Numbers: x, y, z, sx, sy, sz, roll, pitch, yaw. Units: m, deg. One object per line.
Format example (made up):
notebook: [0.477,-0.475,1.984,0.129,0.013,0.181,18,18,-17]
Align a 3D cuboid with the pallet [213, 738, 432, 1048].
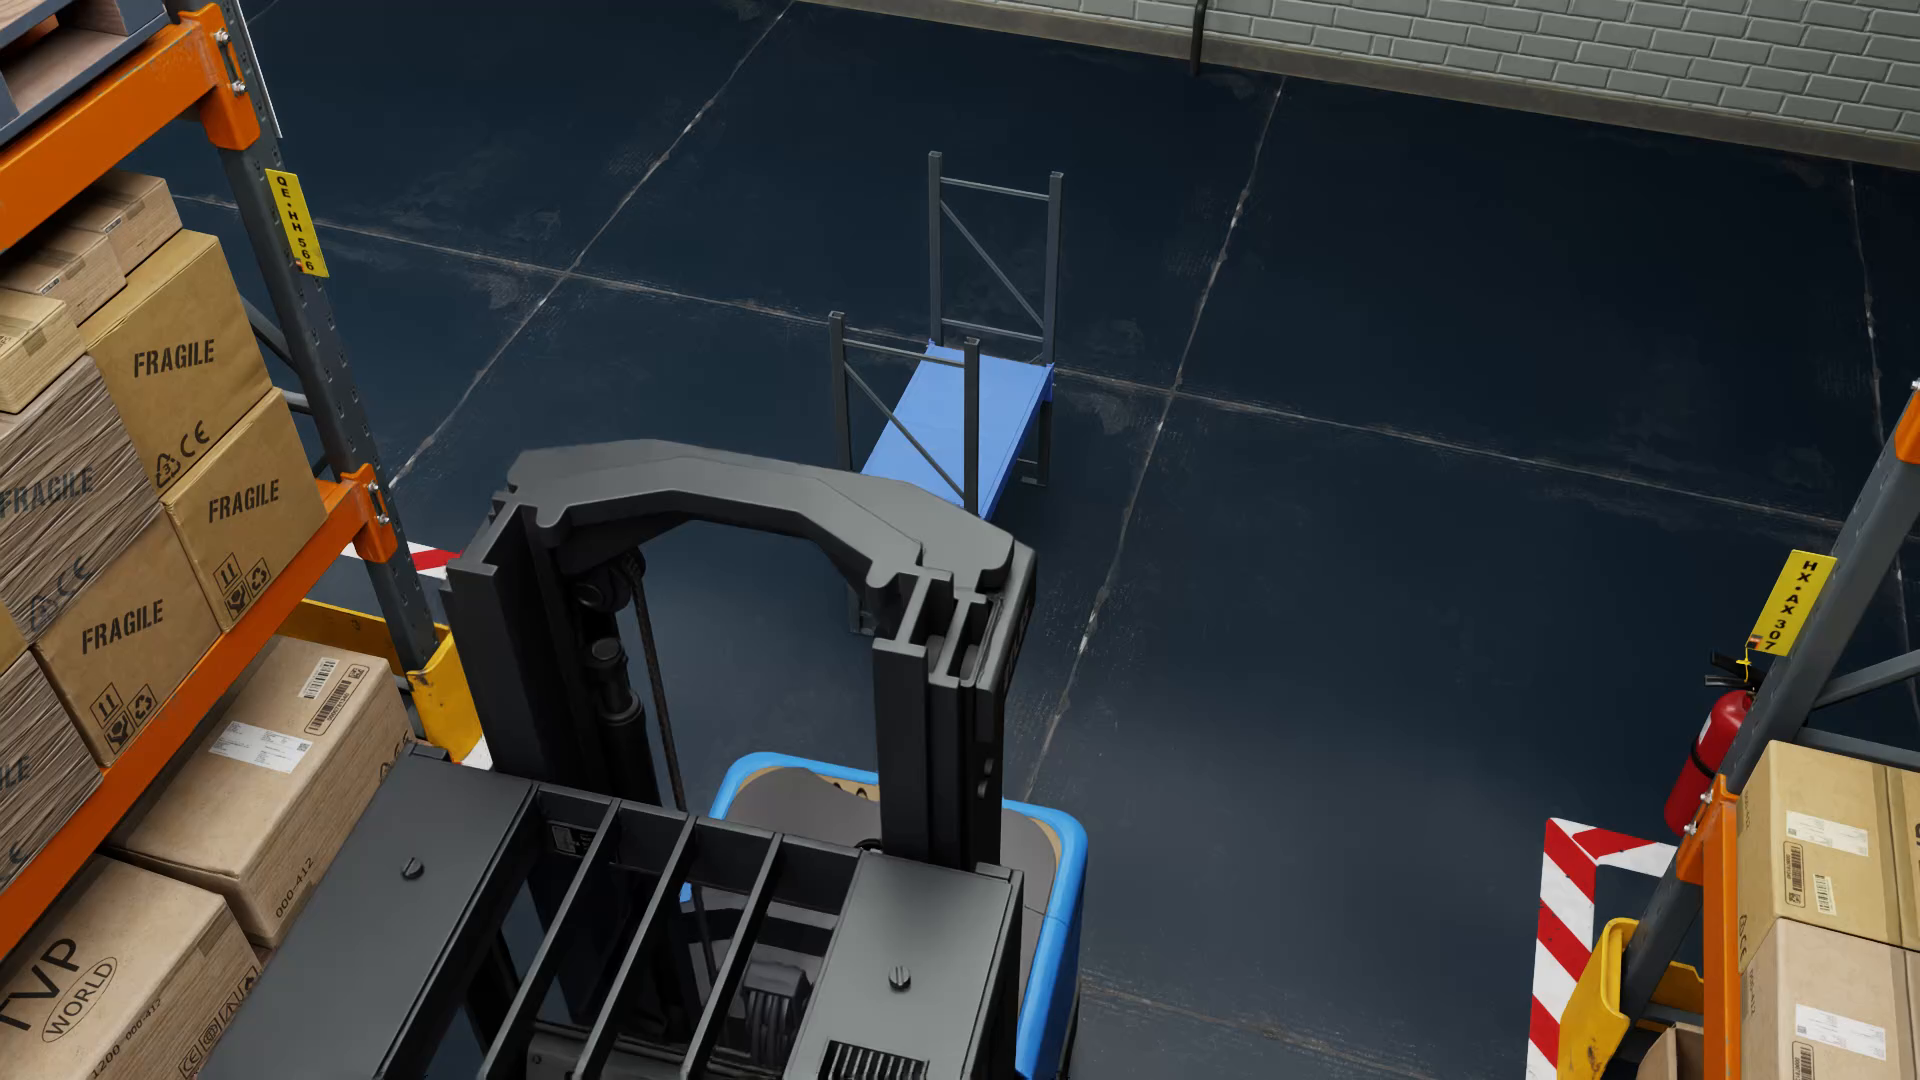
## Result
pallet: [-2.466,1.071,5.505,1.003,0.211,1.213,13,46,13]

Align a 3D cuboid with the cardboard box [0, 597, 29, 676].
cardboard box: [-2.501,0.187,3.628,0.500,0.500,0.500,12,46,12]

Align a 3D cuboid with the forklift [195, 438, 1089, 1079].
forklift: [-0.496,1.377,3.247,1.130,2.935,3.031,10,45,10]

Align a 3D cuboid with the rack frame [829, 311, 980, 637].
rack frame: [-0.180,-0.140,5.821,0.500,1.500,0.032,13,46,13]

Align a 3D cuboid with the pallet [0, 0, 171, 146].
pallet: [-2.513,-1.019,3.566,1.003,0.211,1.213,13,46,13]

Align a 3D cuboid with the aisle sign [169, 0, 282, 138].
aisle sign: [-1.981,-1.387,4.164,0.394,0.787,0.004,13,46,13]

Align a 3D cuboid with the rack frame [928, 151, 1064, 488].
rack frame: [0.128,-0.818,6.514,0.500,1.500,0.032,13,46,13]

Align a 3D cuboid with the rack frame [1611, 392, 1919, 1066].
rack frame: [2.433,0.573,4.019,1.000,3.000,0.127,13,46,13]

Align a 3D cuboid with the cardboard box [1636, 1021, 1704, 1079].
cardboard box: [2.158,1.703,4.350,0.797,0.503,0.637,11,45,11]

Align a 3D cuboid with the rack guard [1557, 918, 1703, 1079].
rack guard: [2.410,1.517,4.842,1.175,0.500,0.348,13,46,13]

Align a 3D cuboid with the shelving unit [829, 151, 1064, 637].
shelving unit: [-0.026,-0.479,6.167,0.538,1.500,1.048,13,46,13]

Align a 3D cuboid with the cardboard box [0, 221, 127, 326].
cardboard box: [-2.270,-0.645,4.014,0.380,0.149,0.250,13,46,13]

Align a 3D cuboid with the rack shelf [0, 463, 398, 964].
rack shelf: [-2.904,1.115,3.981,1.077,0.370,4.000,13,46,13]

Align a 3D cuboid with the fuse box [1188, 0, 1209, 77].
fuse box: [1.345,-3.236,8.834,0.539,1.711,0.414,13,46,13]

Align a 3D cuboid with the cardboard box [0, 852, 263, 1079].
cardboard box: [-2.672,1.363,4.744,0.875,0.438,0.875,14,46,14]

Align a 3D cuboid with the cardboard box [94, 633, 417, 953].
cardboard box: [-2.403,0.751,5.369,0.875,0.438,0.875,11,45,11]

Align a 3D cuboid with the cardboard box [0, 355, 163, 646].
cardboard box: [-2.348,-0.142,3.964,0.500,0.500,0.500,13,46,13]

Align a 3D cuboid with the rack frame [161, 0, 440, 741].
rack frame: [-2.298,-0.476,5.091,1.000,3.000,0.127,13,46,13]

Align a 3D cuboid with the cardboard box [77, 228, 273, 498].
cardboard box: [-2.217,-0.497,4.327,0.500,0.500,0.500,14,46,14]

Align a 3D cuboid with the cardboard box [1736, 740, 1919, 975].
cardboard box: [2.039,0.766,3.717,0.500,0.250,0.500,13,46,13]

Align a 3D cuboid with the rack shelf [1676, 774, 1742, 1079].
rack shelf: [1.828,2.164,2.909,1.077,0.370,4.000,13,46,13]

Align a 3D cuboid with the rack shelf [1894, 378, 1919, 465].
rack shelf: [1.828,1.091,1.860,1.077,0.370,4.000,13,46,13]

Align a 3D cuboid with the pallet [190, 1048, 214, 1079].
pallet: [-2.837,1.881,4.677,1.003,0.211,1.213,13,46,12]

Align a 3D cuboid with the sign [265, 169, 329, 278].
sign: [-1.785,-0.850,4.477,0.100,0.325,0.005,13,46,13]

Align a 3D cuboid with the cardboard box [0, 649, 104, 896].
cardboard box: [-2.505,0.543,3.979,0.500,0.500,0.500,14,46,14]

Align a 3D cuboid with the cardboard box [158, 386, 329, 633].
cardboard box: [-2.192,-0.134,4.670,0.500,0.500,0.500,13,46,13]

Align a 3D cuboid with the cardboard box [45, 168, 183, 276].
cardboard box: [-2.216,-0.819,4.192,0.380,0.149,0.250,13,46,13]

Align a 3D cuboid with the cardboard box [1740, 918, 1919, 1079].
cardboard box: [1.887,1.102,3.374,0.500,0.250,0.500,13,46,13]

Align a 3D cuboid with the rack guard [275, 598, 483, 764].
rack guard: [-2.291,0.402,5.982,1.175,0.500,0.348,13,46,13]

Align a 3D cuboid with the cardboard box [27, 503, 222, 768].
cardboard box: [-2.359,0.198,4.332,0.500,0.500,0.500,12,46,12]

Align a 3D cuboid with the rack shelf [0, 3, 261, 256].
rack shelf: [-2.904,0.043,2.931,1.077,0.370,4.000,13,46,13]

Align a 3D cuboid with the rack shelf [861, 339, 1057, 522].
rack shelf: [-0.026,-0.351,6.293,0.538,0.185,1.000,13,46,13]

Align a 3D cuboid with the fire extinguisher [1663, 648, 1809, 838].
fire extinguisher: [2.037,0.538,4.377,0.296,0.674,0.183,13,46,13]

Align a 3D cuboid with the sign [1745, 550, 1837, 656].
sign: [1.916,0.149,3.834,0.100,0.325,0.005,13,46,13]

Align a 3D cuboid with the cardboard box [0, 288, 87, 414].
cardboard box: [-2.268,-0.455,3.820,0.380,0.149,0.250,12,46,12]
